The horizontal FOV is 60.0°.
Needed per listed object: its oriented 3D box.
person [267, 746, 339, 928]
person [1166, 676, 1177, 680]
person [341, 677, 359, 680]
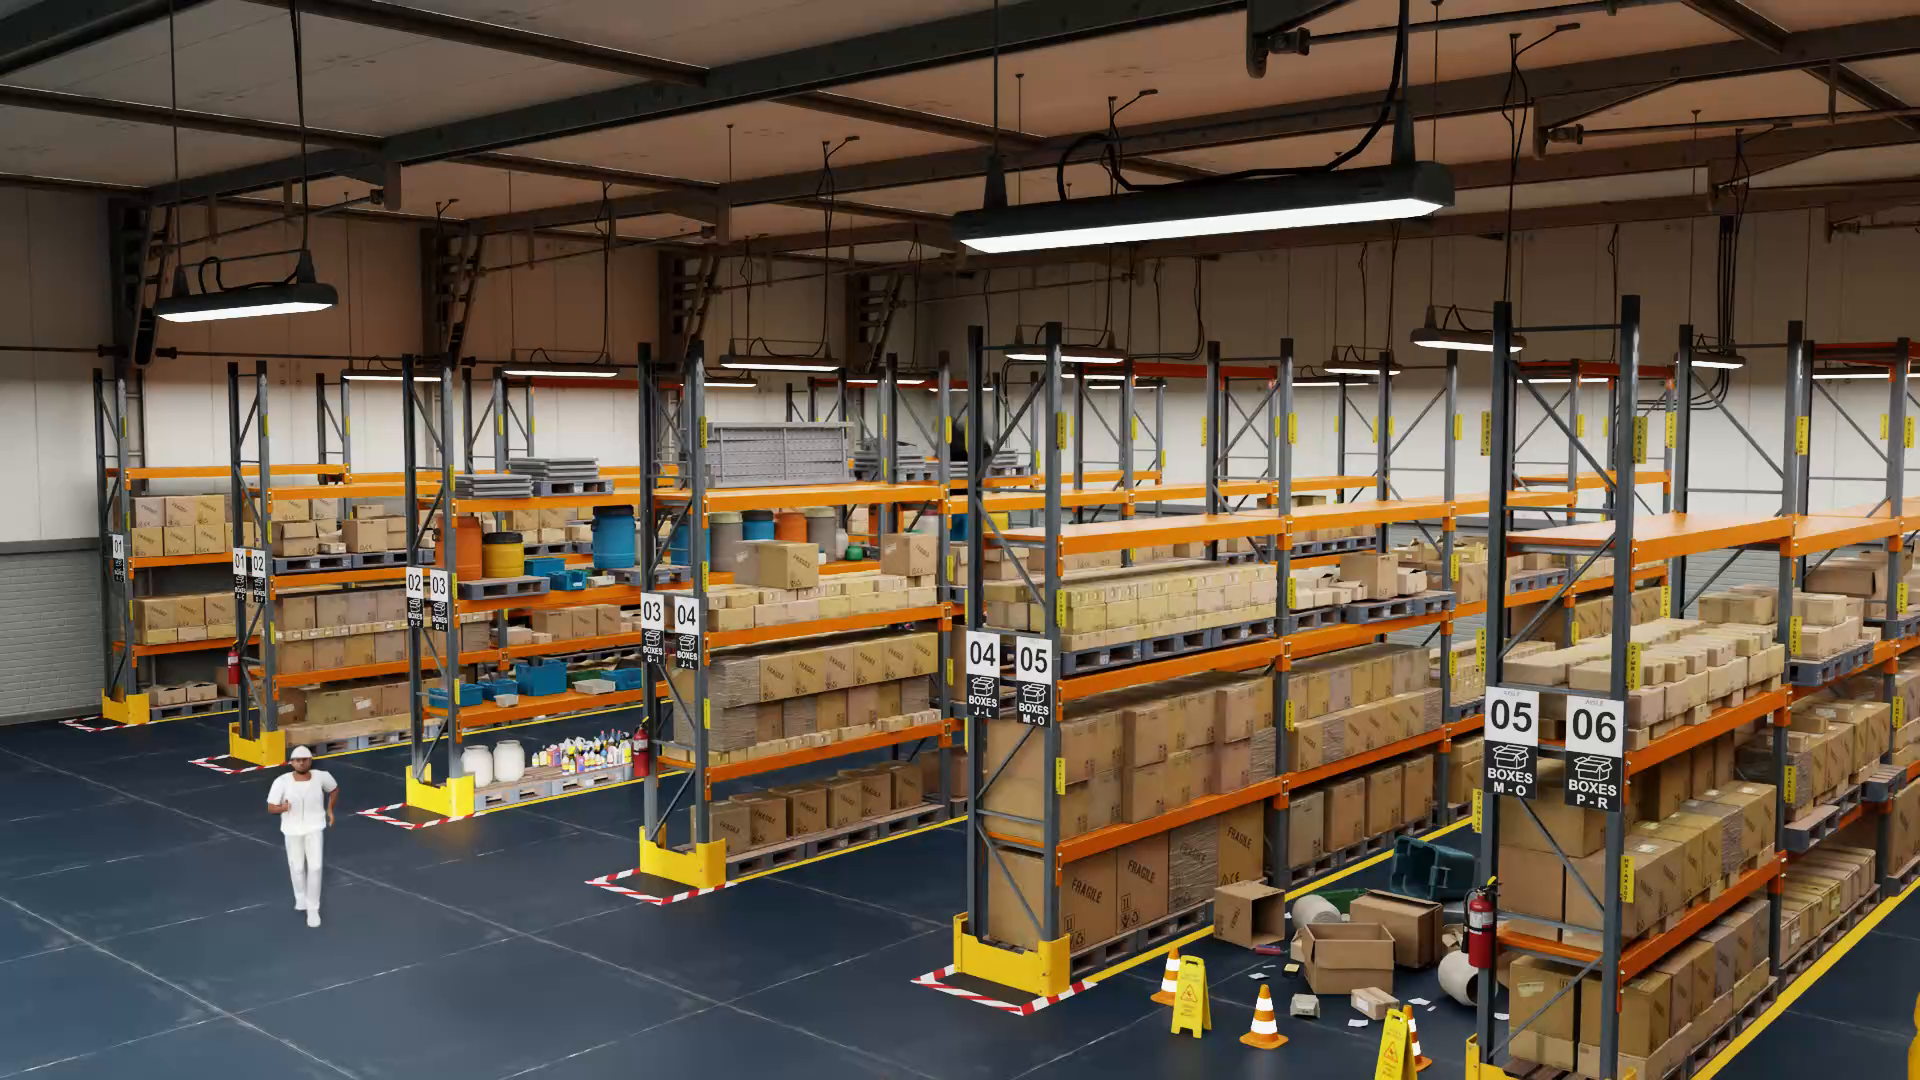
[{"bbox_3d":[-6.744,3.020,17.087,0.677,1.821,0.737,-1,4,-19],"label":"person"},{"bbox_3d":[2.938,2.660,22.955,0.534,1.619,0.827,4,5,40],"label":"person"},{"bbox_3d":[-10.160,2.249,27.856,0.684,1.732,0.594,2,5,28],"label":"person"}]
